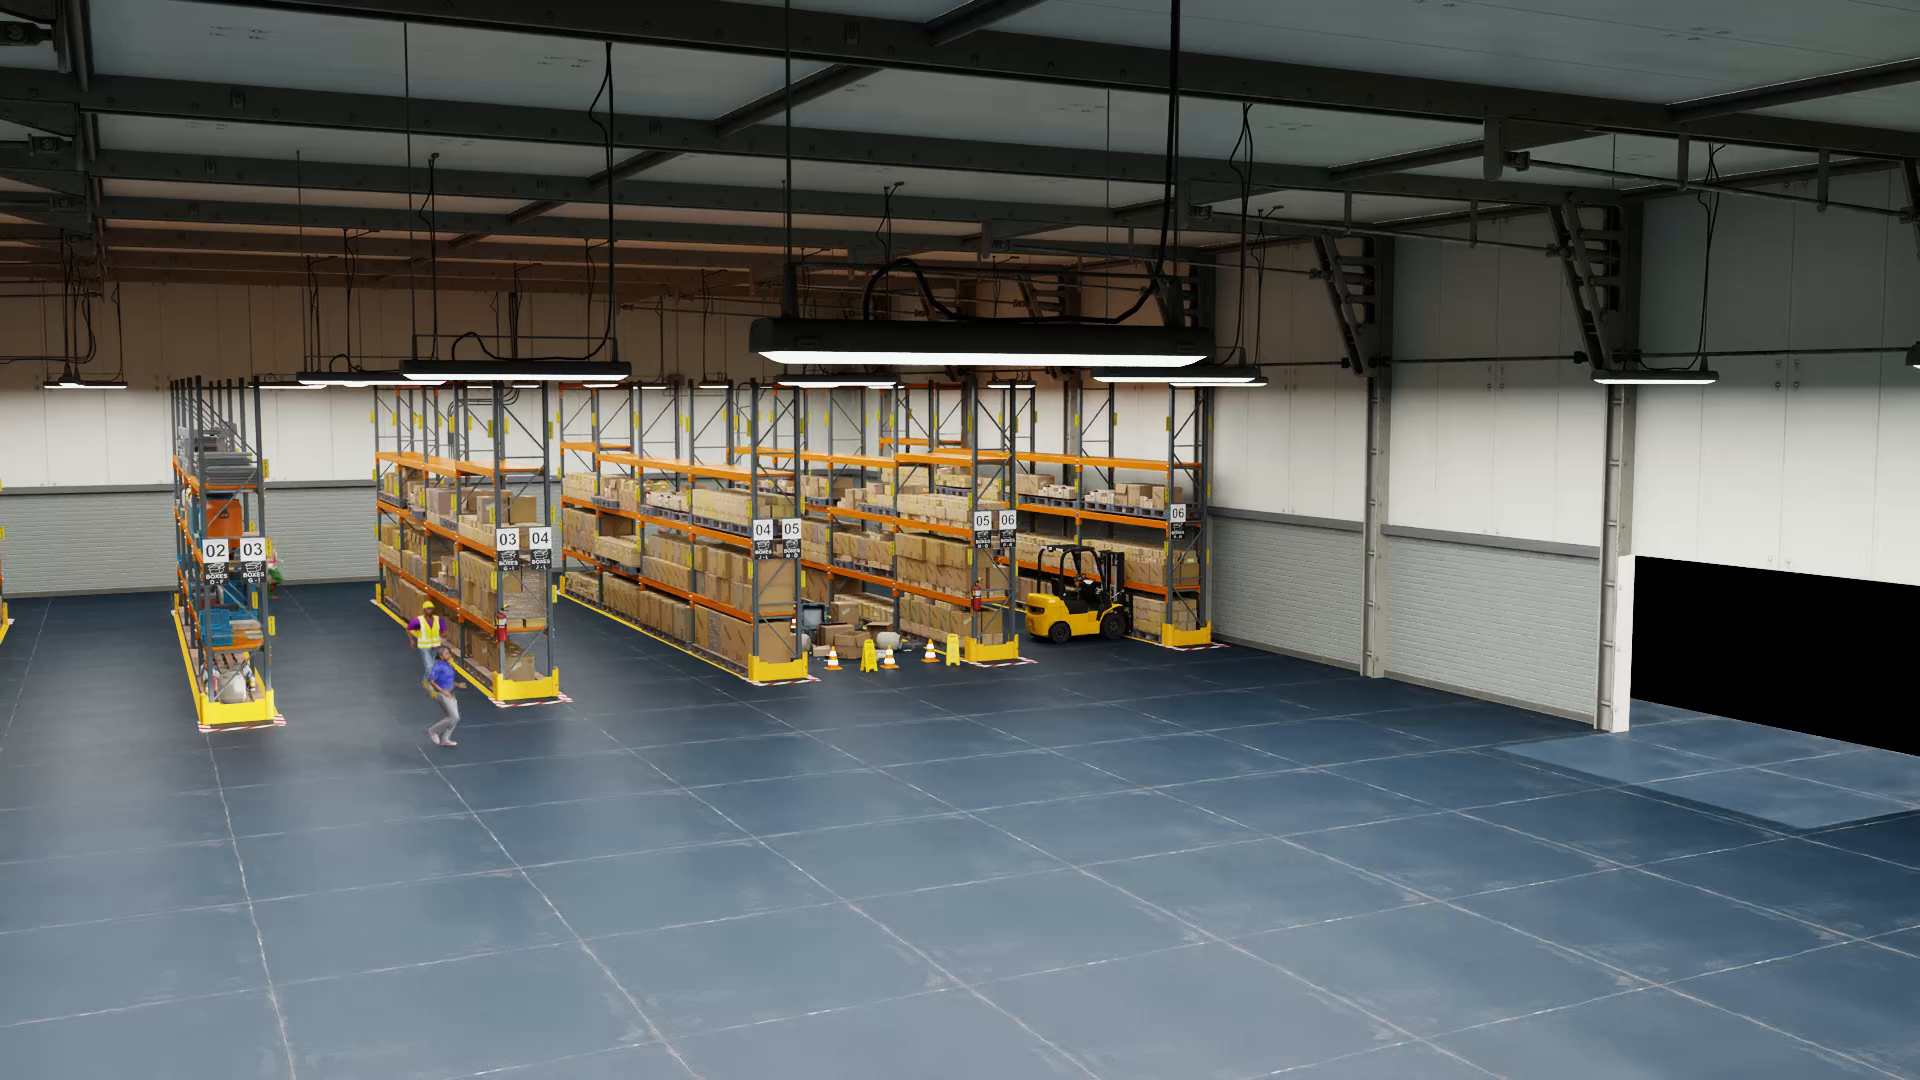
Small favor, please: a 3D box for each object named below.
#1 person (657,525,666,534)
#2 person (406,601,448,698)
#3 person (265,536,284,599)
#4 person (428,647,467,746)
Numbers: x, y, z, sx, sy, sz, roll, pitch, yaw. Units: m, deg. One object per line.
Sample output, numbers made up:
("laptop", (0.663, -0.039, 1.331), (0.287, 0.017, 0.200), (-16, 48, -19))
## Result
("person", (-9.106, 0.367, 50.679), (0.676, 1.694, 0.886), (5, 7, 45))
("person", (-9.990, 2.030, 31.301), (0.705, 1.765, 0.961), (-4, 7, -40))
("person", (-19.025, 0.766, 45.995), (0.592, 1.738, 0.656), (-2, 5, -18))
("person", (-8.284, 2.531, 26.862), (0.572, 1.608, 0.571), (0, 5, 0))
